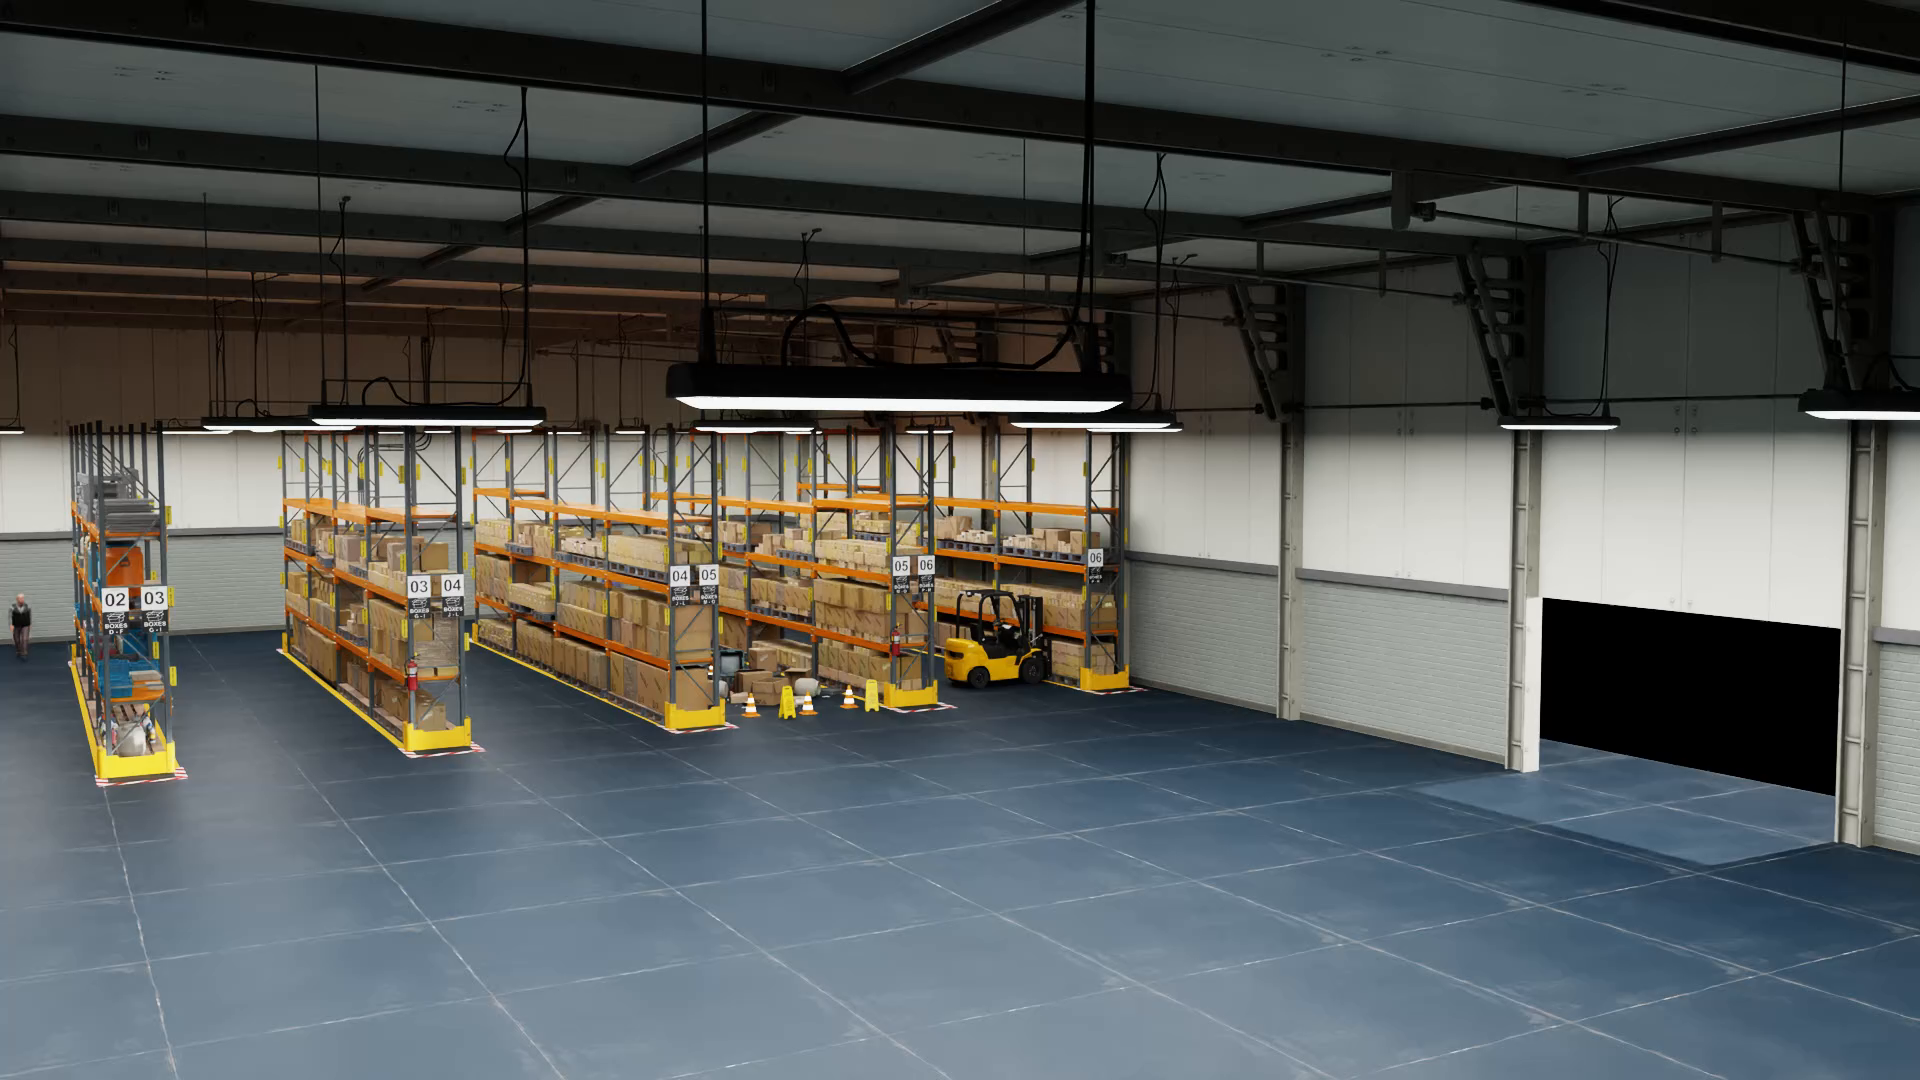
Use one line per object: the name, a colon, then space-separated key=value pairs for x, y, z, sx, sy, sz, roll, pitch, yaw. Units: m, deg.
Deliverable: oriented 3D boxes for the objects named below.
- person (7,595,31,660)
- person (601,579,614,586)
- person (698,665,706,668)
person: x=-24.154 y=2.233 z=42.706 sx=0.526 sy=1.661 sz=1.069 roll=-2 pitch=4 yaw=-26
person: x=-10.812 y=1.764 z=51.032 sx=0.477 sy=1.618 sz=0.991 roll=2 pitch=4 yaw=29
person: x=-6.297 y=2.461 z=40.628 sx=0.466 sy=1.489 sz=0.384 roll=-2 pitch=4 yaw=-28
